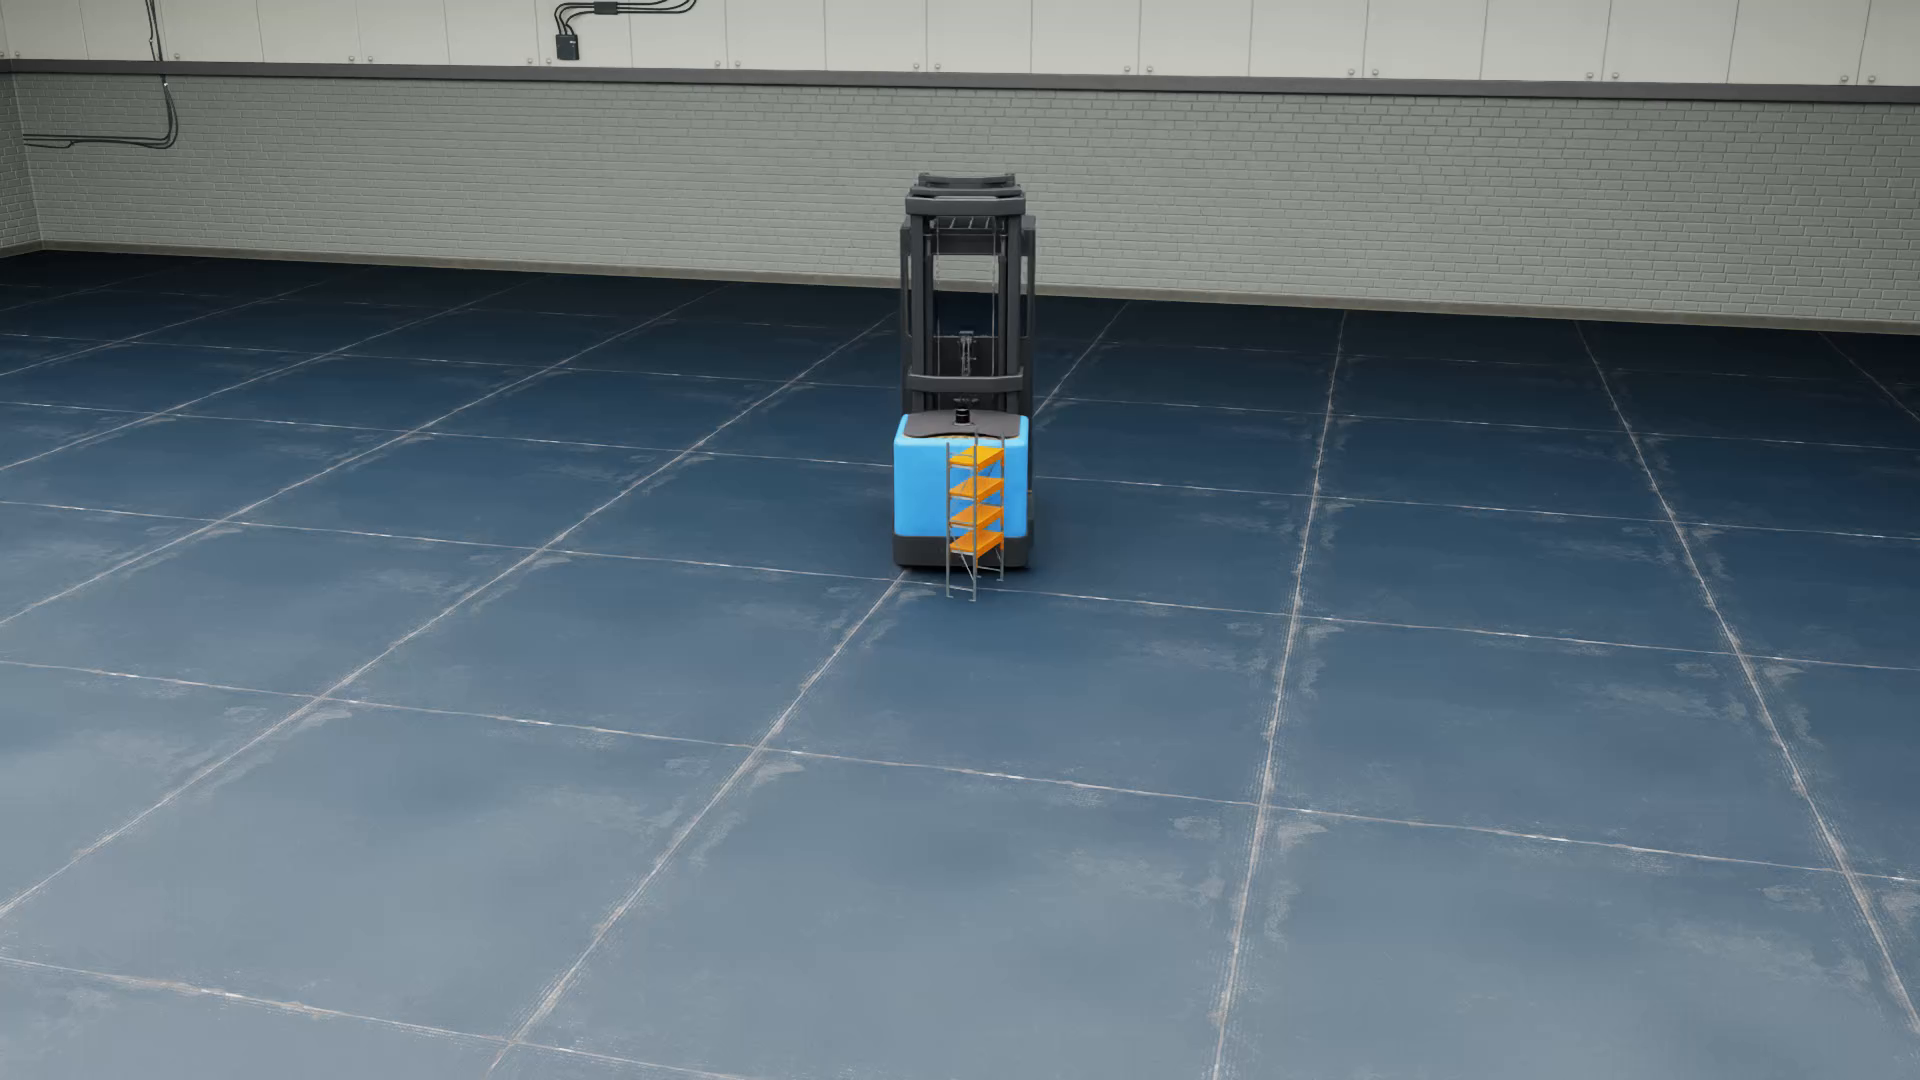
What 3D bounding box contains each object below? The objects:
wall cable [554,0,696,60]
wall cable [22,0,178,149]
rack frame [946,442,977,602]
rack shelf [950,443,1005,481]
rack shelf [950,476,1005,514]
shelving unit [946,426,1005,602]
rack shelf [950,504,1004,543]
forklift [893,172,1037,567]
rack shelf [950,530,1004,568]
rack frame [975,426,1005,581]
[{"bbox_3d":[-4.846,-9.887,23.451,2.305,6.003,0.169,5,19,13],"label":"wall cable"},{"bbox_3d":[-14.048,-7.563,26.712,3.097,2.526,0.112,5,19,13],"label":"wall cable"},{"bbox_3d":[0.010,-0.127,12.202,0.240,1.200,0.015,9,21,24],"label":"rack frame"},{"bbox_3d":[0.116,-0.570,12.283,0.258,0.148,0.480,9,21,24],"label":"rack shelf"},{"bbox_3d":[0.116,-0.346,12.360,0.258,0.148,0.480,9,21,24],"label":"rack shelf"},{"bbox_3d":[0.116,-0.198,12.410,0.258,1.200,0.503,9,21,24],"label":"shelving unit"},{"bbox_3d":[0.116,-0.134,12.432,0.258,0.148,0.480,9,21,24],"label":"rack shelf"},{"bbox_3d":[0.077,-1.605,13.852,1.130,2.935,3.031,1,19,3],"label":"forklift"},{"bbox_3d":[0.116,0.054,12.496,0.258,0.148,0.480,9,21,24],"label":"rack shelf"},{"bbox_3d":[0.222,-0.269,12.619,0.240,1.200,0.015,9,21,24],"label":"rack frame"}]
